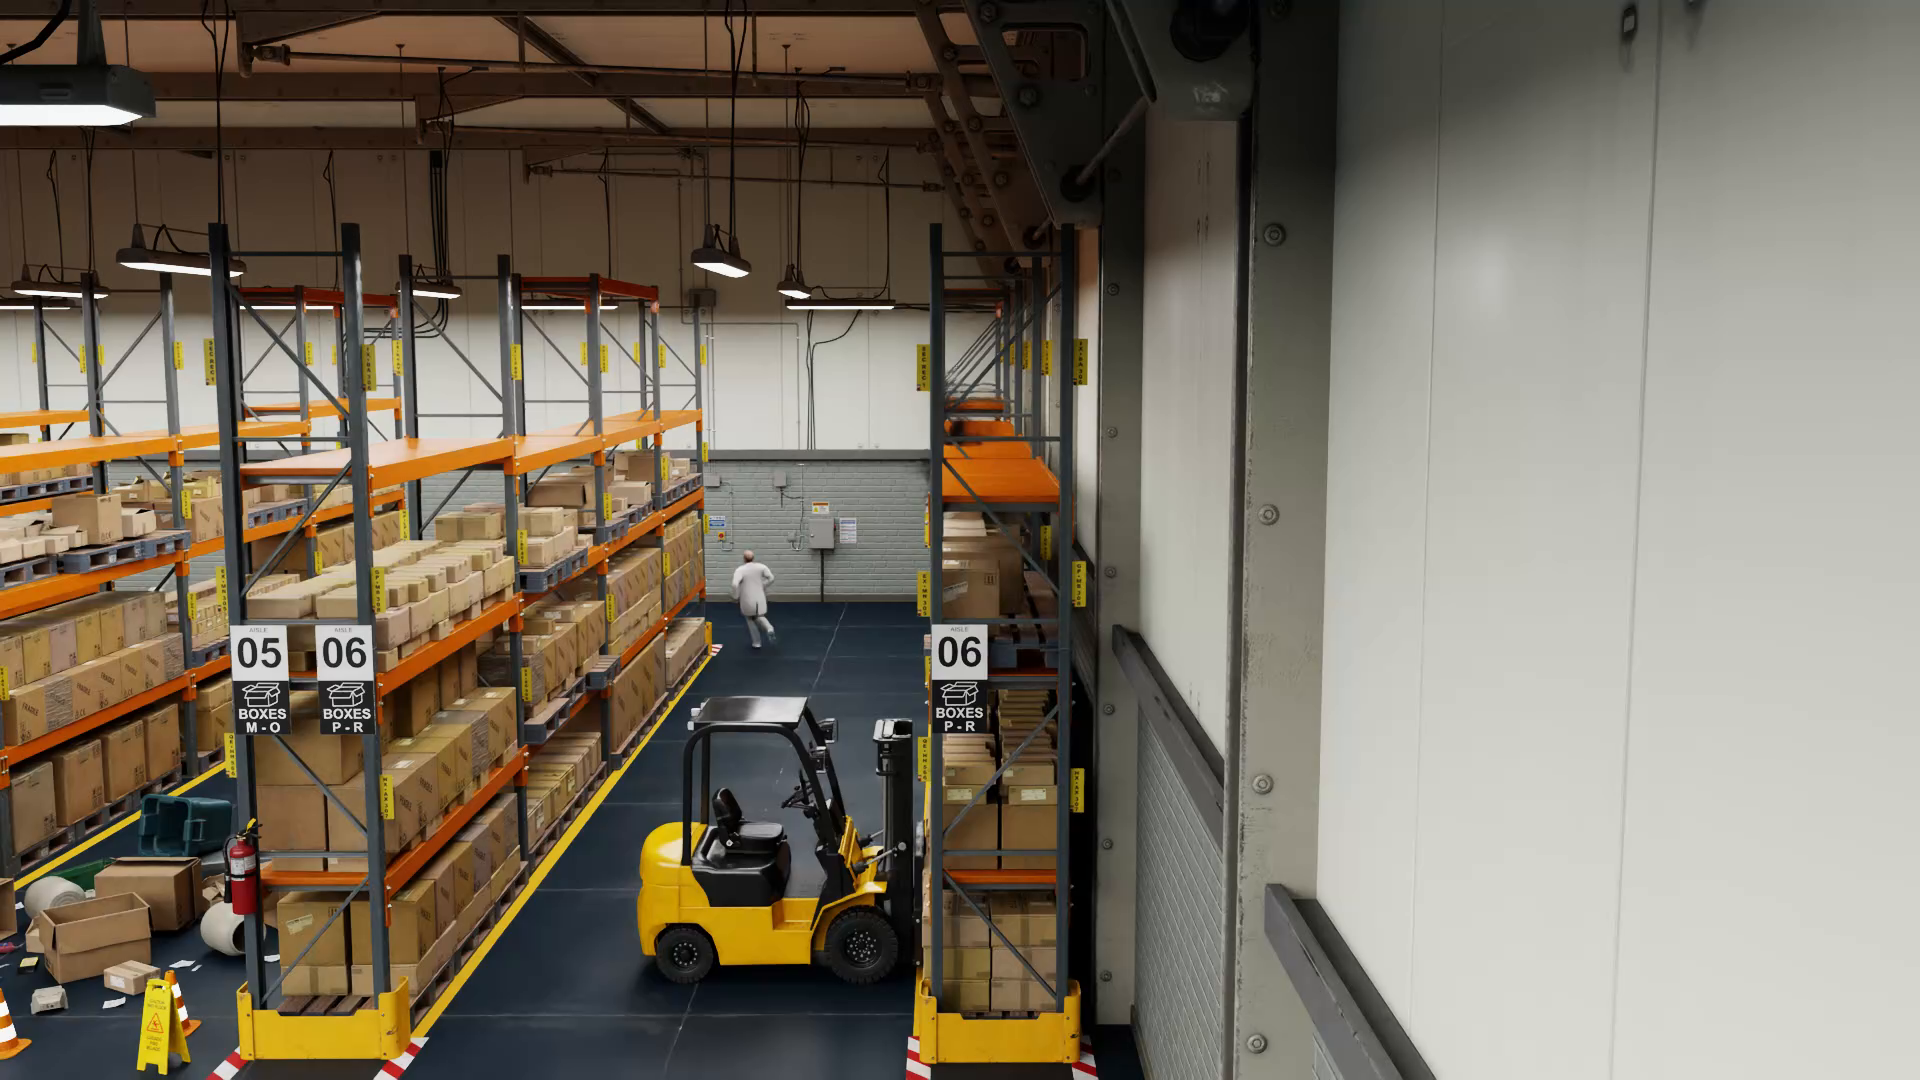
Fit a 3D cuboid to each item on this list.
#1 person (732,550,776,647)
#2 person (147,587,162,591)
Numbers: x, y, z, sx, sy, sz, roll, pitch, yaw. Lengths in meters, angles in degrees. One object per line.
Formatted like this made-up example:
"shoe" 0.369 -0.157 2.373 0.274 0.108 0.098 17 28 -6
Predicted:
"person" -3.546 1.015 28.264 0.771 1.718 0.858 -3 8 -28
"person" -11.469 1.534 23.780 0.712 1.729 0.639 1 7 6
